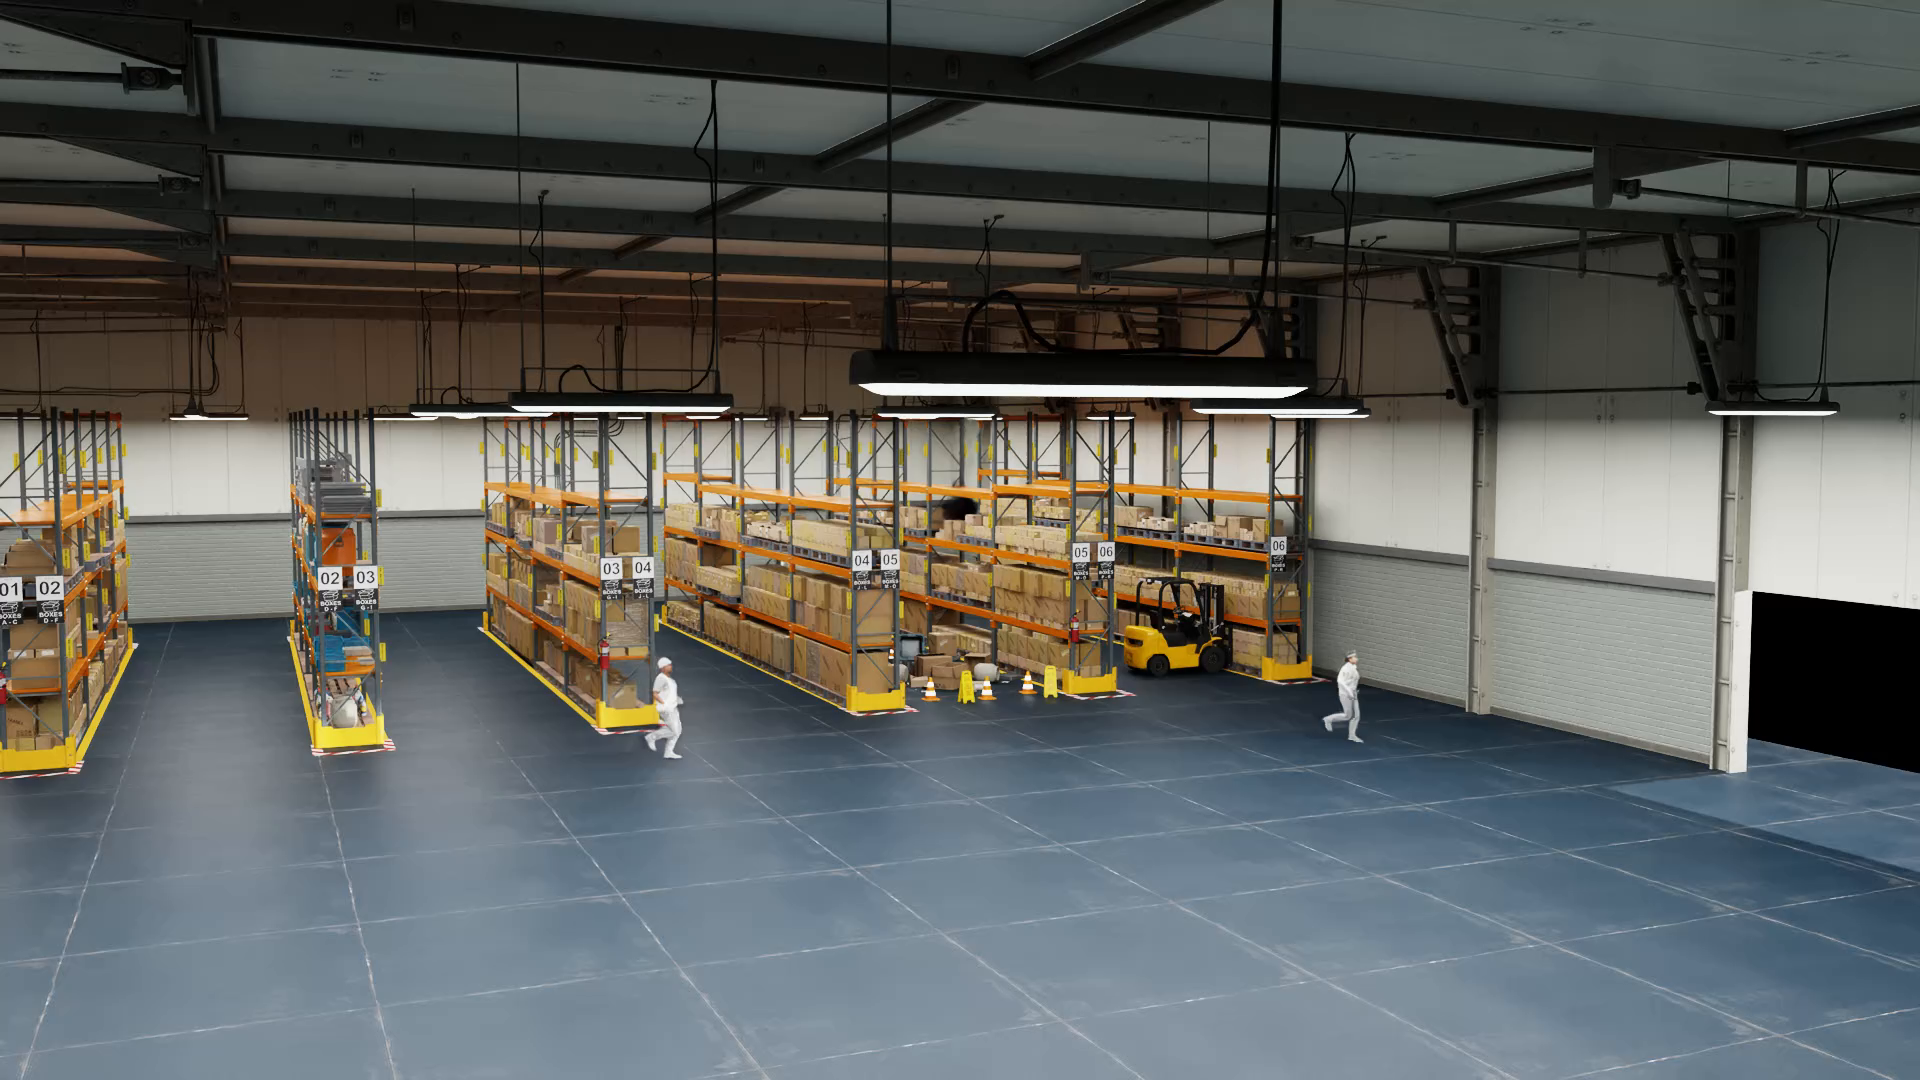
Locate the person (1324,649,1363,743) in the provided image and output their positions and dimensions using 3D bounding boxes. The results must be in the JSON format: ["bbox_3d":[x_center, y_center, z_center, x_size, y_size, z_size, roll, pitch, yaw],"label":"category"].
[{"bbox_3d":[6.973,2.799,30.079,0.745,1.676,0.644,2,5,32],"label":"person"}]

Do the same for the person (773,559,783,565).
[{"bbox_3d":[-5.468,1.293,50.668,0.828,1.817,0.689,-1,4,-15],"label":"person"}]

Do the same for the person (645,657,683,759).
[{"bbox_3d":[-5.062,2.873,28.402,0.607,1.741,0.684,0,4,3],"label":"person"}]
